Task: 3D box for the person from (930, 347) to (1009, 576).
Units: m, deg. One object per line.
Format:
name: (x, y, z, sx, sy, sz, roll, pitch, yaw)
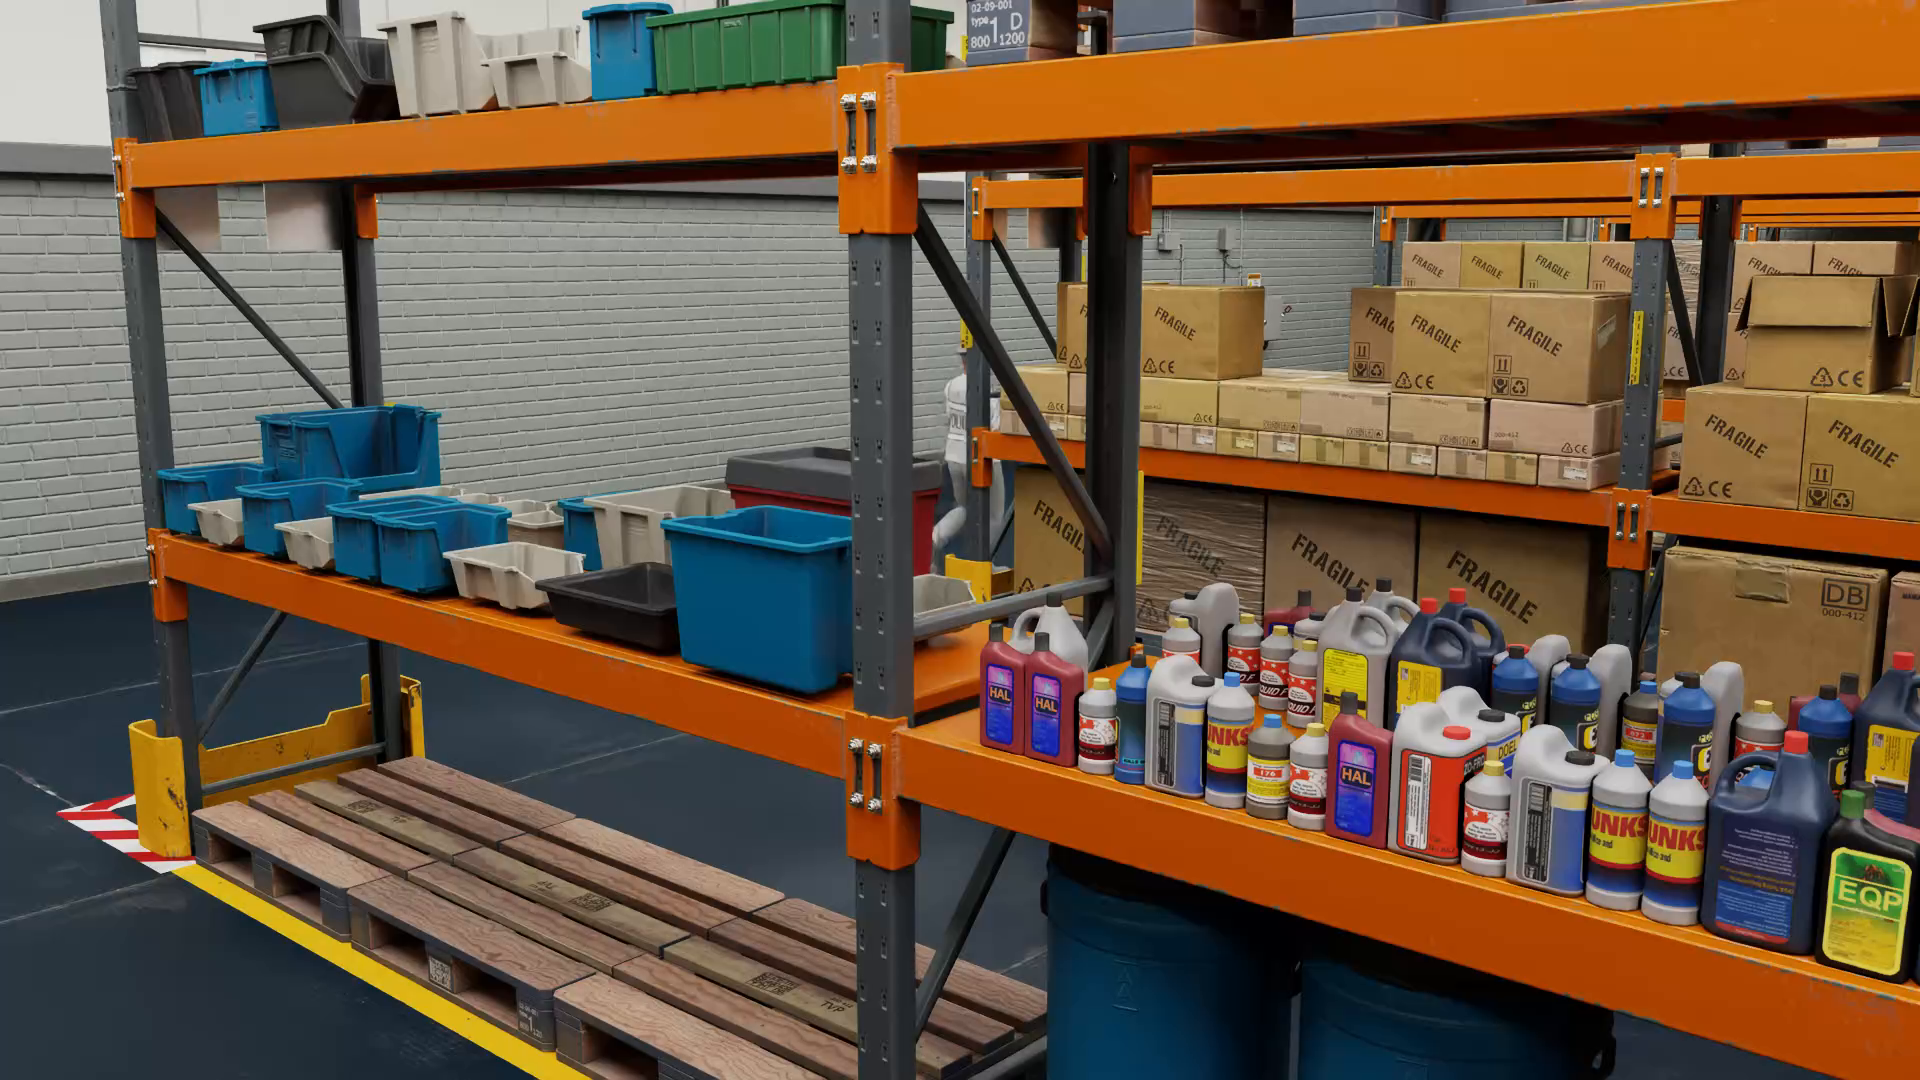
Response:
person: (0.073, -0.562, 11.875, 0.694, 1.747, 0.578, -7, 13, -36)
